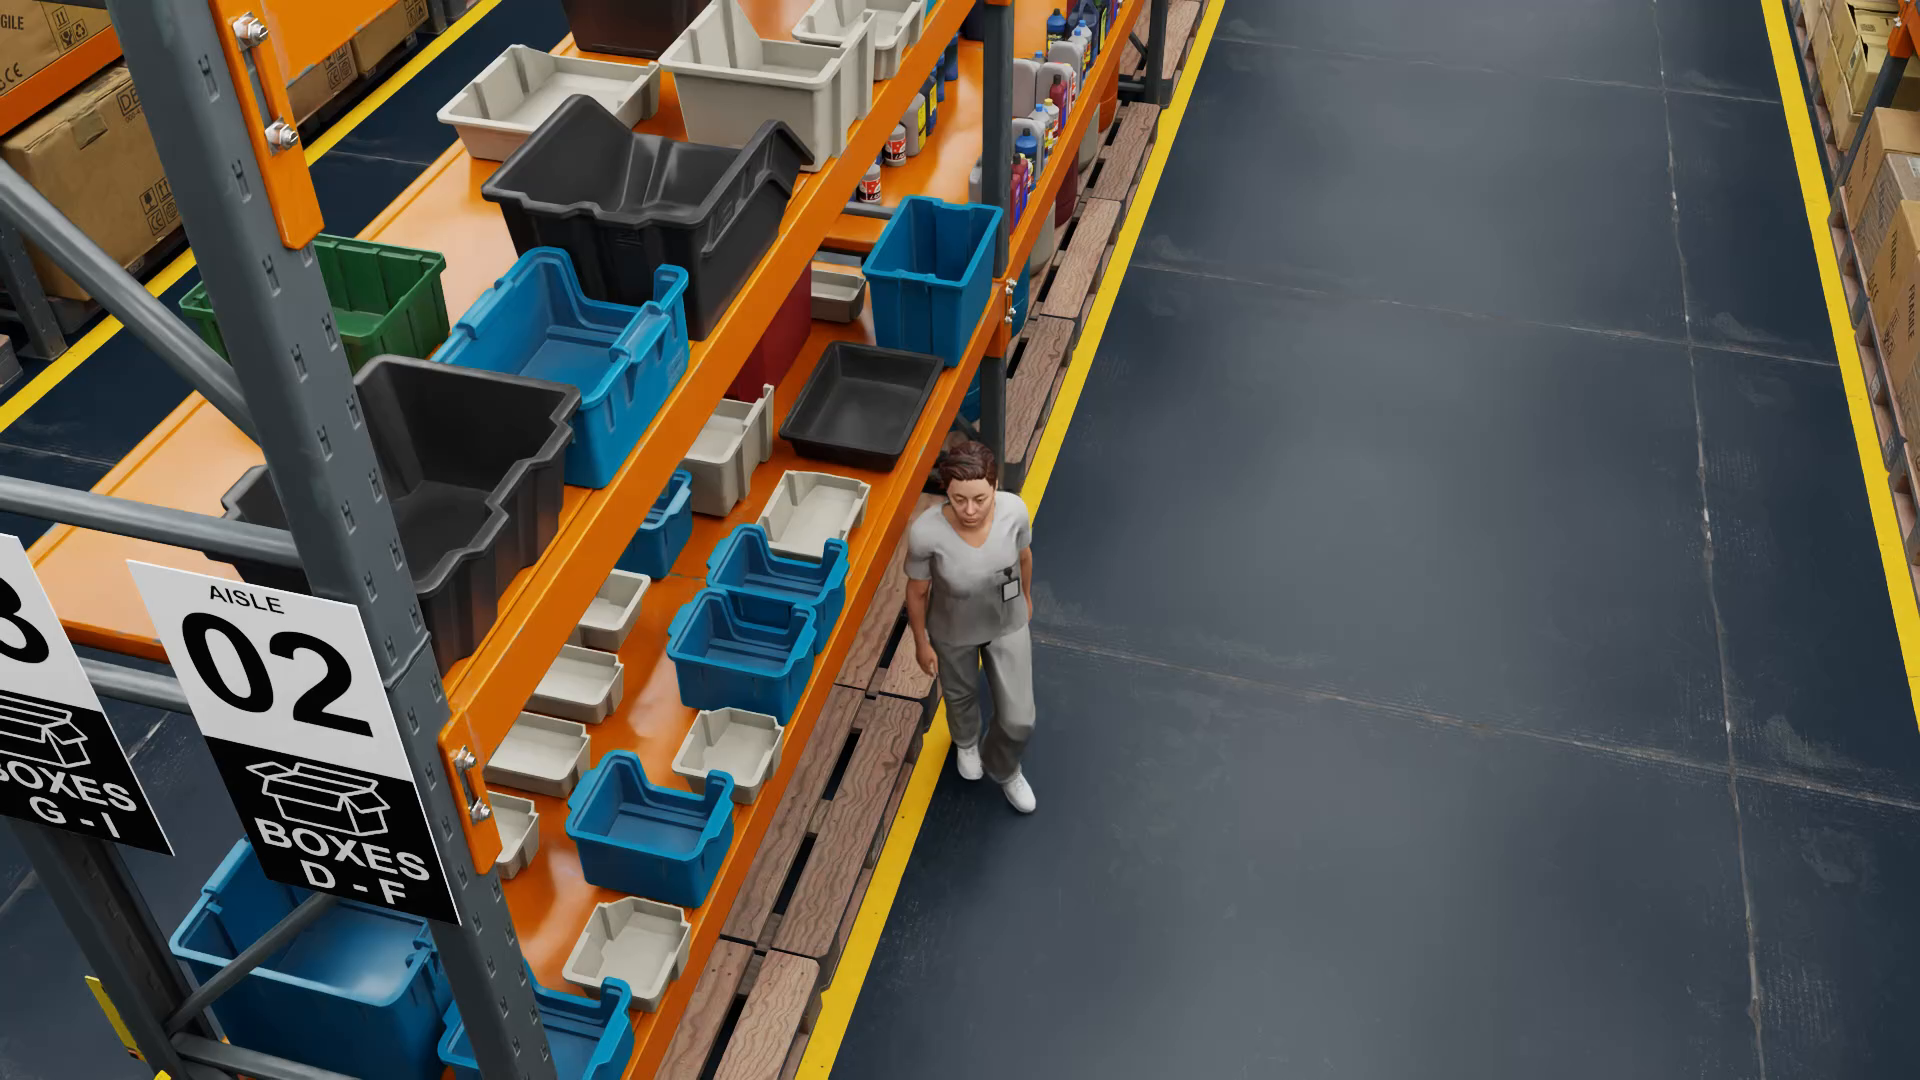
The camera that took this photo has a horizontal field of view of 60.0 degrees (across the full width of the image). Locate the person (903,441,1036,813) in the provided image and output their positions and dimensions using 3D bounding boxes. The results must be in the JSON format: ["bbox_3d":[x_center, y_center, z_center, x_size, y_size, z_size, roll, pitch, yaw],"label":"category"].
[{"bbox_3d":[0.037,0.294,5.818,0.472,1.672,0.536,-6,41,-6],"label":"person"}]
